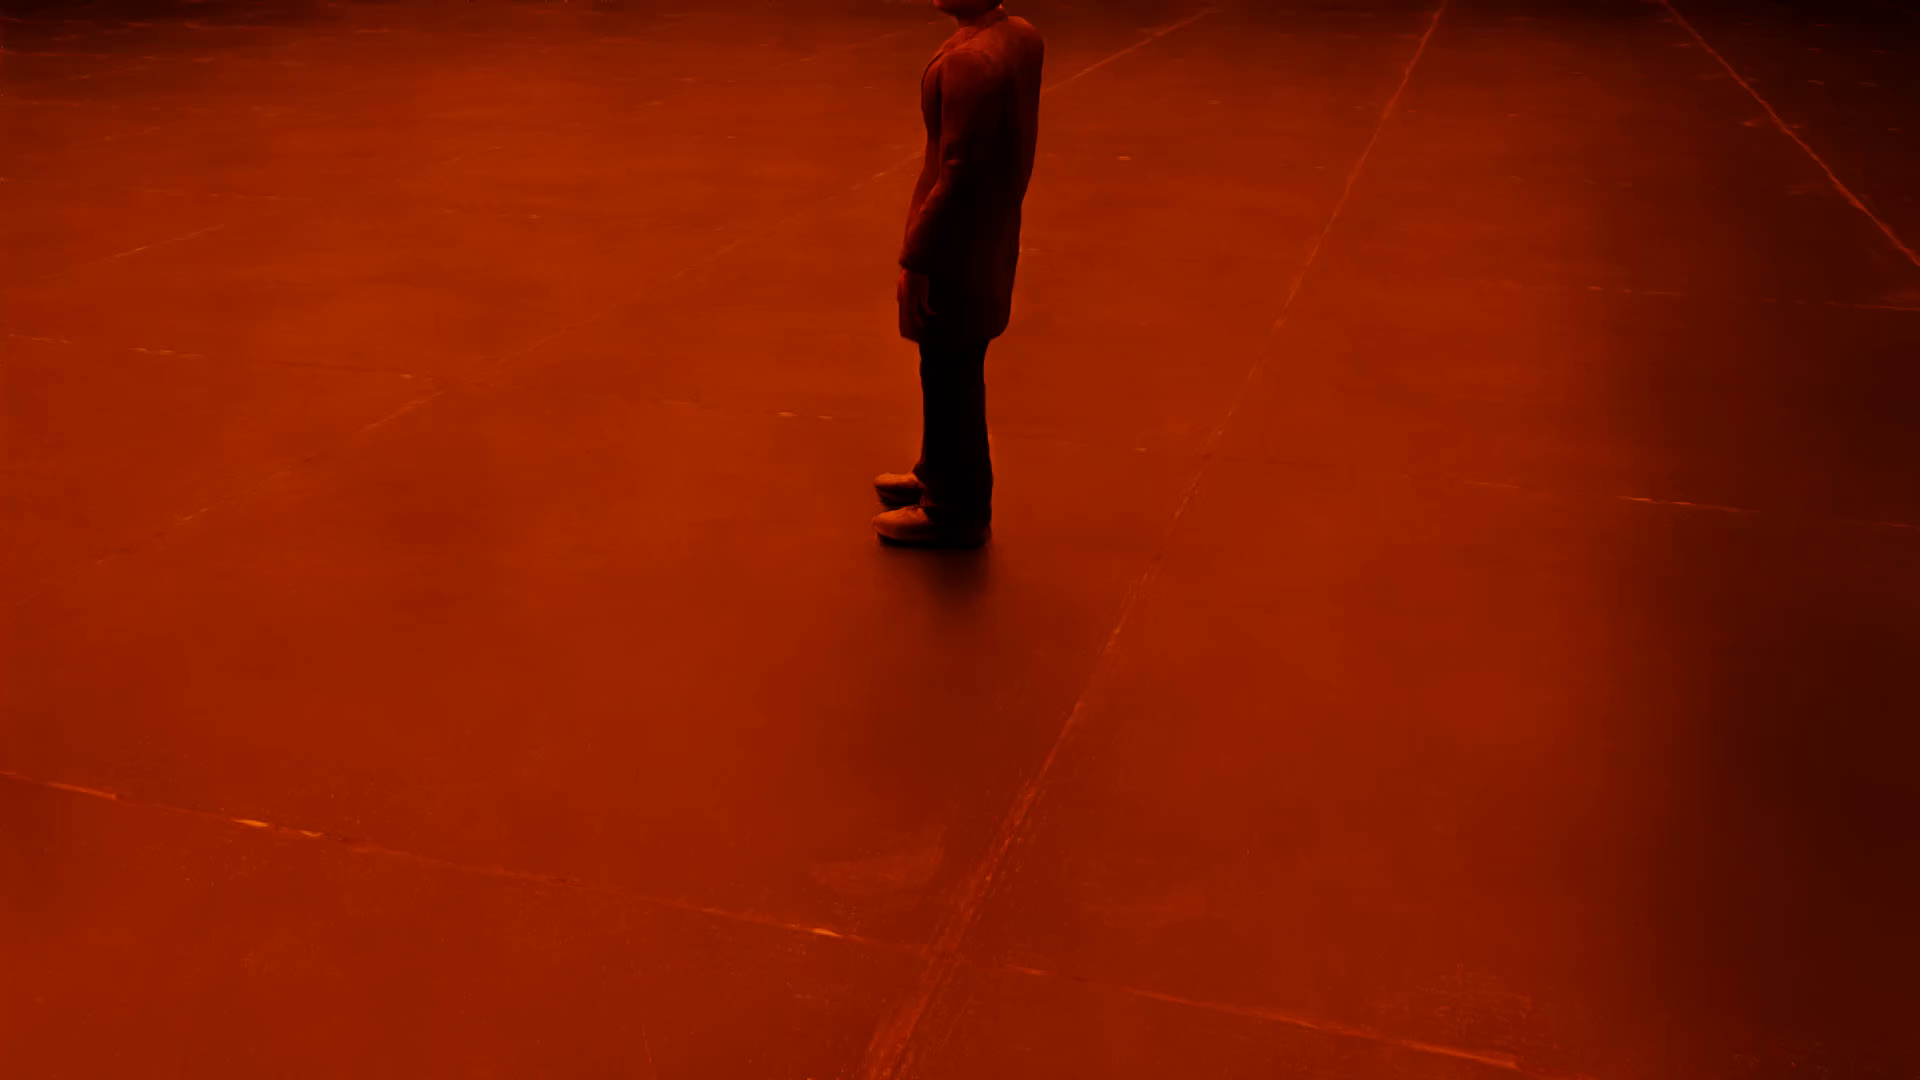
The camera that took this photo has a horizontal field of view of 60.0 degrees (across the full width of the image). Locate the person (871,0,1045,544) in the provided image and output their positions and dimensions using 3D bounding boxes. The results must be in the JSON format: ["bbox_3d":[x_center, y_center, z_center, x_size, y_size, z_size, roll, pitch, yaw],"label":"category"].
[{"bbox_3d":[-0.088,-0.841,4.809,0.575,1.776,0.694,7,23,16],"label":"person"}]
